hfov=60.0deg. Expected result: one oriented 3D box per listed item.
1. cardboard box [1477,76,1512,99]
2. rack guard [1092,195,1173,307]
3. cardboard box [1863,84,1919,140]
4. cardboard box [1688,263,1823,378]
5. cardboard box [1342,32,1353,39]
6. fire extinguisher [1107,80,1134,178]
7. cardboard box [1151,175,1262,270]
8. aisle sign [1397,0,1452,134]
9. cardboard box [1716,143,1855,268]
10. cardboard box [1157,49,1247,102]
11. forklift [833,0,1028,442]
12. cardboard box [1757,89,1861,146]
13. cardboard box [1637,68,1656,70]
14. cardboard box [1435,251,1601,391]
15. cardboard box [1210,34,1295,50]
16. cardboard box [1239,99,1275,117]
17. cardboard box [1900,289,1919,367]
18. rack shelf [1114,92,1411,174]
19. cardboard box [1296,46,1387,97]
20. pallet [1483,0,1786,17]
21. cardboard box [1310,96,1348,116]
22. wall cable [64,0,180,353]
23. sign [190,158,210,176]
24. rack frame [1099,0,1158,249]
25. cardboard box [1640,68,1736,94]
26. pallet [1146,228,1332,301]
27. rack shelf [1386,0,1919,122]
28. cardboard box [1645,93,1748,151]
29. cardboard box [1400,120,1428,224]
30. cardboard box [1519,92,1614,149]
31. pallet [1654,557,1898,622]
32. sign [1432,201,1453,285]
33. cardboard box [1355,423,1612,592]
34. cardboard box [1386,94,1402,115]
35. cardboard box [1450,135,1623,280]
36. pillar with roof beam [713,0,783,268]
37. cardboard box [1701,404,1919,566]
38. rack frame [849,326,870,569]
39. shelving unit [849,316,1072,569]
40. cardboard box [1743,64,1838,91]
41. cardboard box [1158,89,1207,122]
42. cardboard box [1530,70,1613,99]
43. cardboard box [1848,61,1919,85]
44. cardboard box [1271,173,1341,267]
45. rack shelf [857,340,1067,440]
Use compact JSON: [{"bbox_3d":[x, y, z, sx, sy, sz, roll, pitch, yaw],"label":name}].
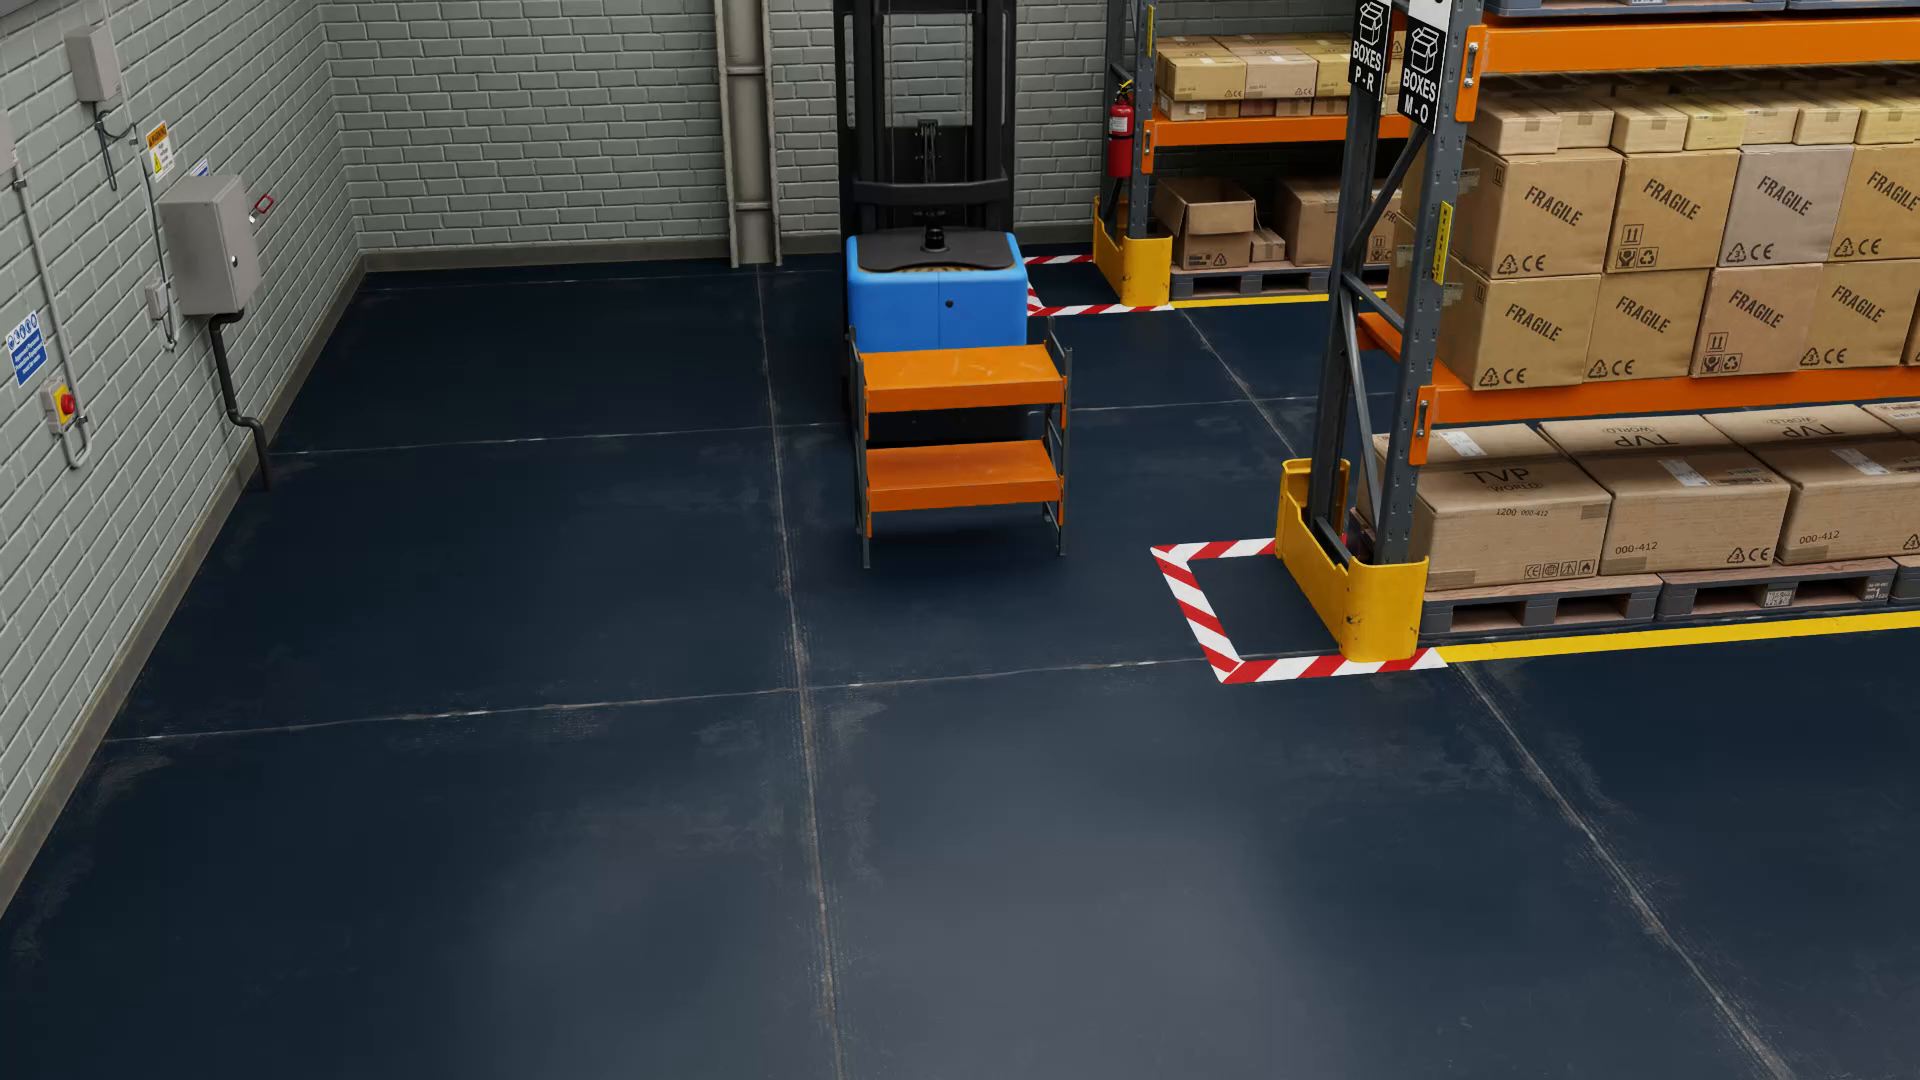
[{"bbox_3d":[2.224,-1.933,7.317,0.250,0.149,0.380,-3,27,-6],"label":"cardboard box"},{"bbox_3d":[1.276,-2.178,12.448,0.348,0.500,1.175,-4,27,-7],"label":"rack guard"},{"bbox_3d":[4.081,-1.836,7.126,0.250,0.149,0.380,-4,27,-7],"label":"cardboard box"},{"bbox_3d":[3.415,-1.056,7.413,0.500,0.500,0.500,-4,27,-7],"label":"cardboard box"},{"bbox_3d":[3.139,-3.595,12.309,0.500,0.250,0.500,-4,27,-7],"label":"cardboard box"},{"bbox_3d":[1.120,-2.867,11.545,0.183,0.674,0.296,-4,27,-7],"label":"fire extinguisher"},{"bbox_3d":[1.820,-2.358,12.334,0.637,0.503,0.797,-5,28,-9],"label":"cardboard box"},{"bbox_3d":[1.865,-2.063,6.637,0.004,0.787,0.394,-4,27,-7],"label":"aisle sign"},{"bbox_3d":[3.431,-1.505,7.193,0.500,0.500,0.500,-4,27,-8],"label":"cardboard box"},{"bbox_3d":[1.688,-3.258,11.653,0.500,0.250,0.500,-4,27,-7],"label":"cardboard box"},{"bbox_3d":[-0.226,-2.512,10.435,1.130,2.935,3.031,-2,27,-4],"label":"forklift"},{"bbox_3d":[3.573,-1.793,7.044,0.250,0.149,0.380,-3,27,-7],"label":"cardboard box"},{"bbox_3d":[4.692,-3.463,12.052,0.500,0.250,0.500,-3,27,-6],"label":"cardboard box"},{"bbox_3d":[2.412,-0.987,7.279,0.500,0.500,0.500,-4,27,-8],"label":"cardboard box"},{"bbox_3d":[2.130,-3.533,12.188,0.500,0.250,0.500,-4,27,-7],"label":"cardboard box"},{"bbox_3d":[2.066,-3.140,11.859,0.250,0.149,0.380,-4,27,-8],"label":"cardboard box"},{"bbox_3d":[4.429,-1.122,7.541,0.500,0.500,0.500,-4,27,-8],"label":"cardboard box"},{"bbox_3d":[3.182,-3.093,12.280,4.000,0.370,1.077,-4,27,-7],"label":"rack shelf"},{"bbox_3d":[2.689,-3.324,11.781,0.500,0.250,0.500,-4,27,-8],"label":"cardboard box"},{"bbox_3d":[2.629,-2.389,6.931,1.213,0.211,1.003,-4,27,-7],"label":"pallet"},{"bbox_3d":[2.587,-3.148,11.875,0.250,0.149,0.380,-3,27,-6],"label":"cardboard box"},{"bbox_3d":[-3.893,-1.765,7.791,0.122,1.984,0.588,-4,27,-7],"label":"wall cable"},{"bbox_3d":[-4.106,-1.799,9.075,0.001,0.494,0.329,-4,27,-7],"label":"sign"},{"bbox_3d":[1.201,-3.286,11.868,0.127,3.000,1.000,-4,27,-7],"label":"rack frame"},{"bbox_3d":[3.240,-1.997,7.440,0.250,0.149,0.380,-4,27,-8],"label":"cardboard box"},{"bbox_3d":[2.066,-2.101,12.613,1.213,0.211,1.003,-4,27,-7],"label":"pallet"},{"bbox_3d":[3.877,-2.184,7.222,4.000,0.370,1.077,-4,27,-7],"label":"rack shelf"},{"bbox_3d":[3.067,-1.756,6.971,0.250,0.149,0.380,-5,28,-9],"label":"cardboard box"},{"bbox_3d":[2.341,-1.670,7.513,0.500,0.500,0.500,-3,27,-5],"label":"cardboard box"},{"bbox_3d":[2.536,-1.766,6.991,0.250,0.149,0.380,-3,27,-6],"label":"cardboard box"},{"bbox_3d":[3.883,0.036,8.448,1.213,0.211,1.003,-4,27,-7],"label":"pallet"},{"bbox_3d":[1.968,-1.211,6.789,0.005,0.325,0.100,-4,27,-7],"label":"sign"},{"bbox_3d":[2.536,-0.176,8.154,0.875,0.438,0.875,-5,28,-9],"label":"cardboard box"},{"bbox_3d":[3.105,-3.156,11.890,0.250,0.149,0.380,-3,27,-6],"label":"cardboard box"},{"bbox_3d":[2.411,-1.433,7.052,0.500,0.500,0.500,-4,27,-8],"label":"cardboard box"},{"bbox_3d":[-0.995,-4.245,7.165,0.400,9.000,9.100,-4,27,-7],"label":"pillar with roof beam"},{"bbox_3d":[4.334,-0.295,8.385,0.875,0.438,0.875,-4,27,-9],"label":"cardboard box"},{"bbox_3d":[-0.510,-0.468,8.429,0.032,1.125,0.500,-4,27,-7],"label":"rack frame"},{"bbox_3d":[-0.007,-0.500,8.492,1.048,1.125,0.538,-4,27,-7],"label":"shelving unit"},{"bbox_3d":[3.742,-2.047,7.539,0.250,0.149,0.380,-3,27,-5],"label":"cardboard box"},{"bbox_3d":[1.565,-3.071,11.724,0.250,0.149,0.380,-4,27,-8],"label":"cardboard box"},{"bbox_3d":[2.716,-2.015,7.475,0.250,0.149,0.380,-4,27,-8],"label":"cardboard box"},{"bbox_3d":[4.251,-2.068,7.579,0.250,0.149,0.380,-4,27,-7],"label":"cardboard box"},{"bbox_3d":[2.672,-2.393,12.406,0.500,0.500,0.700,-3,27,-5],"label":"cardboard box"},{"bbox_3d":[-0.007,-0.760,8.359,1.000,0.278,0.538,-4,27,-7],"label":"rack shelf"}]
